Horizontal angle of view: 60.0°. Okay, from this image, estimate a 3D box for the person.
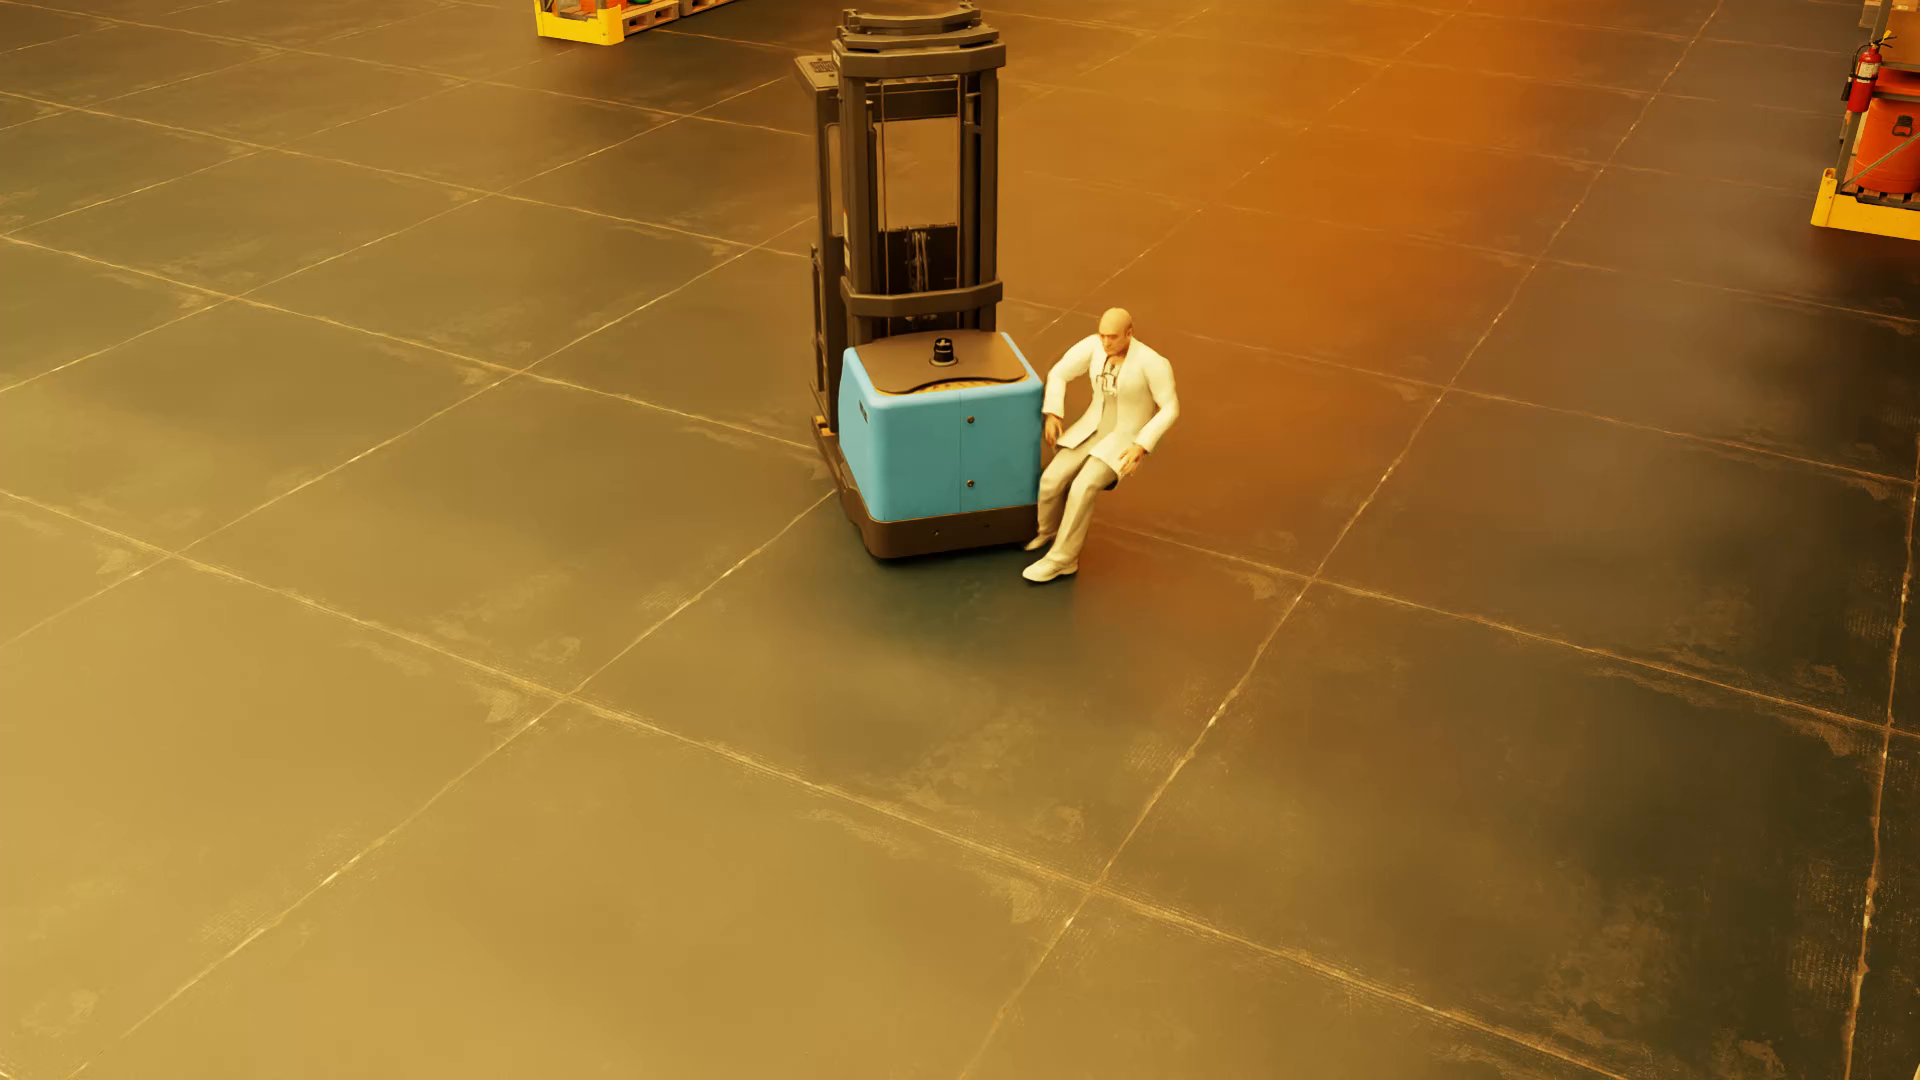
[{"bbox_3d":[0.735,-0.518,9.460,0.836,1.573,0.923,19,35,29],"label":"person"}]

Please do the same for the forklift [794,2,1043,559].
[{"bbox_3d":[-0.374,-1.885,10.336,1.130,2.935,3.031,-7,31,-13],"label":"forklift"}]
